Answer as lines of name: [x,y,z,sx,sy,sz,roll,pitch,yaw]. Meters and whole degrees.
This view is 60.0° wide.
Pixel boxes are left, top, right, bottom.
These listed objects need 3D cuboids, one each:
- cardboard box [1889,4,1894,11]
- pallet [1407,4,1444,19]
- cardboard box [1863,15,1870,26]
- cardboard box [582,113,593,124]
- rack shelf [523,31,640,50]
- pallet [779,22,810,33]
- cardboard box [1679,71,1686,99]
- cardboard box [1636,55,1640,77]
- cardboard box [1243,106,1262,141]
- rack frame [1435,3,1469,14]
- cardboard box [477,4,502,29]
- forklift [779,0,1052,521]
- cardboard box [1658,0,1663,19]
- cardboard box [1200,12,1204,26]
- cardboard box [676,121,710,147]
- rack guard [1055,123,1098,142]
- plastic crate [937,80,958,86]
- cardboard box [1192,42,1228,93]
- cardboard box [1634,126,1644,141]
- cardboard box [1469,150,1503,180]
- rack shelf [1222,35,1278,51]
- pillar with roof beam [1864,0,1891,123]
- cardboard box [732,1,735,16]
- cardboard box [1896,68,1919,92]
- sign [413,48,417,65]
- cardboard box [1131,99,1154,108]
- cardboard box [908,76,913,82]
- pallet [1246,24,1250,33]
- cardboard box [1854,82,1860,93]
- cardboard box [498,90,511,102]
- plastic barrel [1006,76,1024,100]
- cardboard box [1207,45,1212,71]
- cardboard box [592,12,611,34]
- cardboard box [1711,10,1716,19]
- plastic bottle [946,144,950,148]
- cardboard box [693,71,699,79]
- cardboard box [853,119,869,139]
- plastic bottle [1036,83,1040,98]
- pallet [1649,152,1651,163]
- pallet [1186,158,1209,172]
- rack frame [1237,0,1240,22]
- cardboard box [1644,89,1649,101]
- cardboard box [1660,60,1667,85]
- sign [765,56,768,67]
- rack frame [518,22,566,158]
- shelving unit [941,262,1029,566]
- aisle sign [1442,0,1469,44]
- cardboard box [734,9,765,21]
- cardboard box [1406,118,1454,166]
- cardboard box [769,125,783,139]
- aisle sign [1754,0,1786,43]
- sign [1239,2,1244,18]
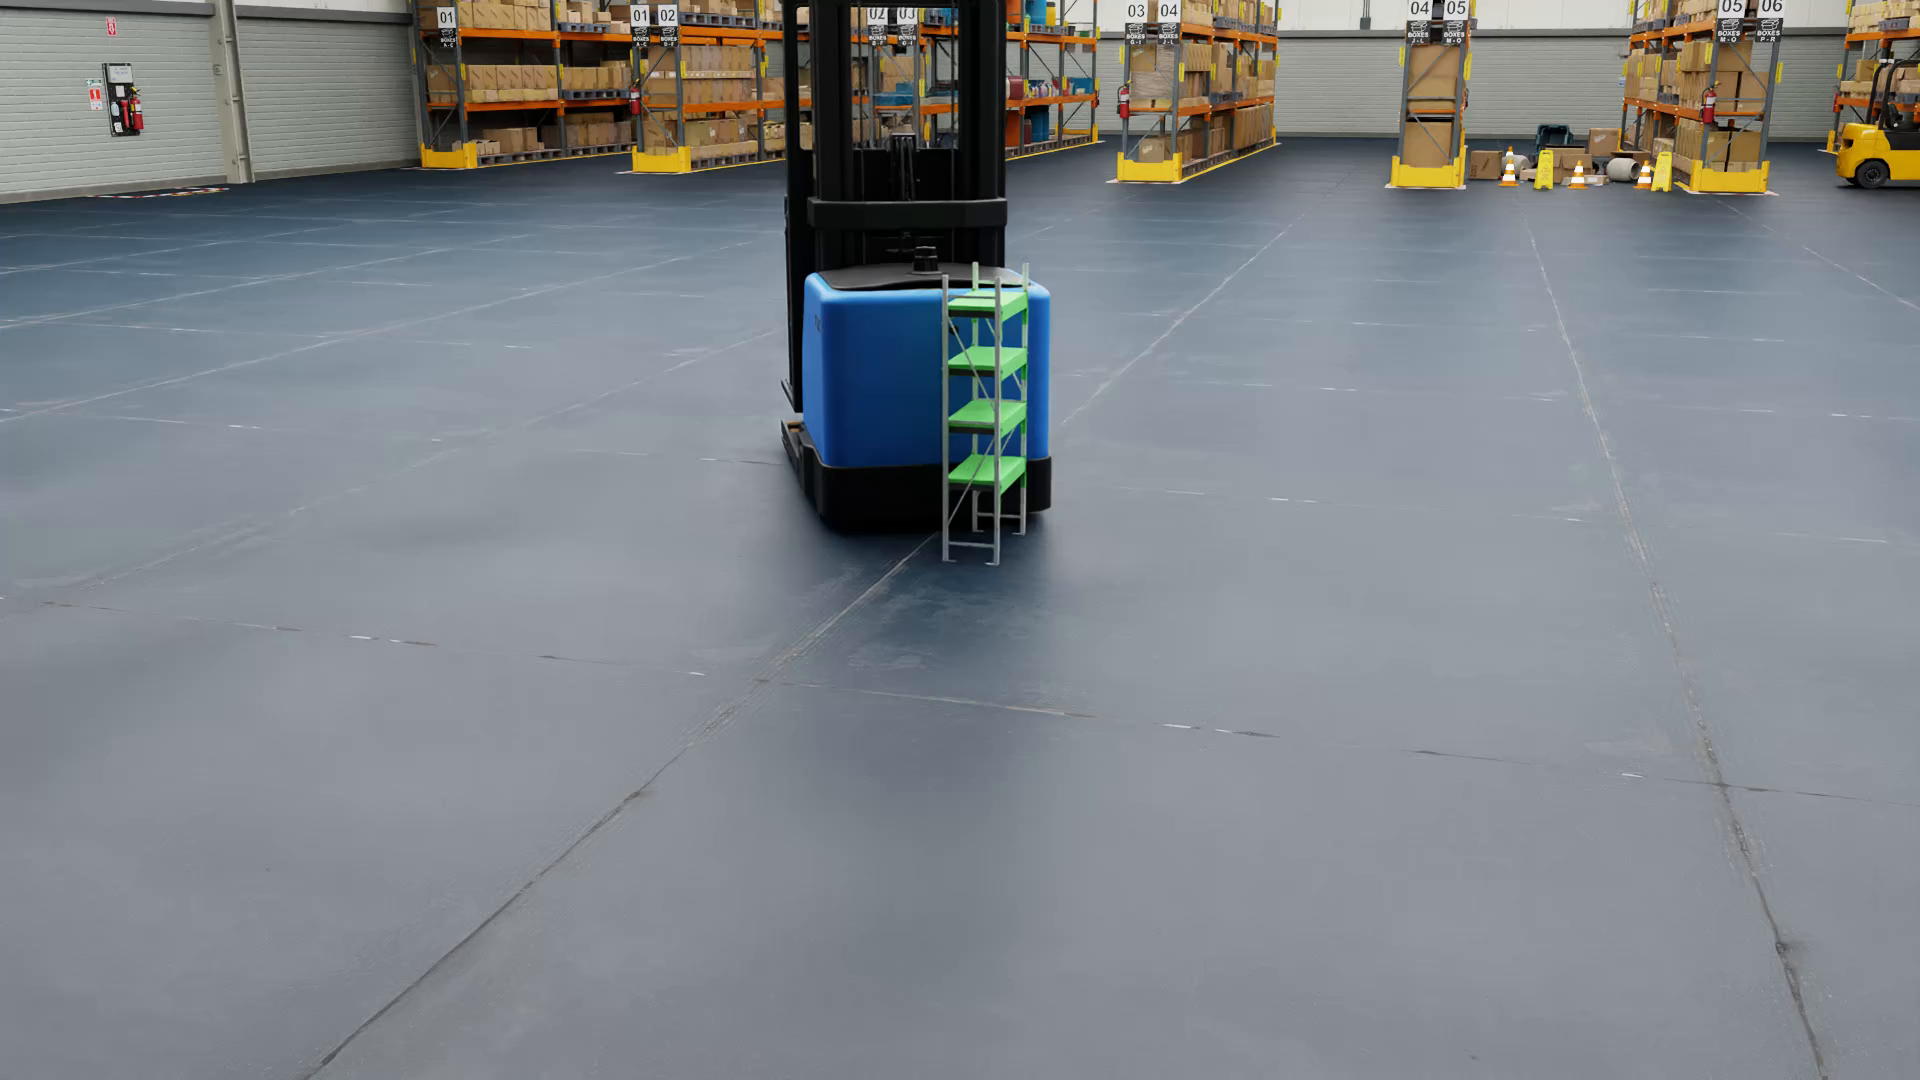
cardboard box: [20.540,-11.634,36.314,0.380,0.149,0.250,4,16,15]
pallet: [8.422,-9.298,29.279,1.003,0.211,1.213,5,16,16]
cardboard box: [21.507,-12.162,38.943,0.500,0.250,0.500,4,16,15]
cardboard box: [-9.157,-10.128,39.941,0.500,0.250,0.500,4,16,14]
rack shelf: [-9.048,-11.933,39.724,1.077,0.370,4.000,5,16,16]
pallet: [-4.151,-11.851,38.463,1.003,0.211,1.213,5,17,18]
cardboard box: [13.740,-8.490,31.035,0.500,0.500,0.500,5,16,16]
cardboard box: [16.427,-11.291,39.624,0.500,0.500,0.500,4,16,15]
cardboard box: [7.168,-10.600,42.327,0.875,0.875,0.875,5,16,16]
rack frame: [9.357,-11.635,31.860,1.000,3.000,0.127,5,16,16]
cardboard box: [-10.088,-11.109,35.281,0.500,0.500,0.500,5,17,18]
forklift: [-0.362,-1.853,8.492,1.130,2.935,3.031,-3,16,-10]
cardboard box: [15.368,-11.405,35.593,0.700,0.500,0.500,4,16,13]
cardboard box: [4.453,-10.122,32.297,0.500,0.250,0.500,5,16,15]
cardboard box: [-5.497,-8.377,34.261,0.500,0.500,0.500,5,16,16]
rack guard: [3.287,-11.489,46.918,1.175,0.500,0.348,5,16,16]
plastic crate: [-0.274,-9.726,36.004,0.402,0.464,0.583,5,16,16]
cardboard box: [4.991,-9.848,34.683,1.000,1.000,1.000,5,17,16]
cardboard box: [16.941,-9.844,40.466,0.875,0.438,0.875,4,16,14]
cardboard box: [9.900,-7.062,31.307,0.500,0.500,0.500,8,18,25]
rack shelf: [7.473,-12.874,43.041,1.077,0.370,4.000,5,16,16]
pillar with roof beam: [19.805,-15.003,43.732,9.100,9.000,0.400,5,16,16]
cardboard box: [-6.596,-14.817,46.521,0.500,0.500,0.500,5,17,16]
cardboard box: [20.316,-9.747,35.239,0.797,0.503,0.637,4,16,15]
sign: [-11.280,-10.023,34.470,0.100,0.325,0.005,5,16,16]
cardboard box: [3.377,-8.084,30.792,0.380,0.149,0.250,5,16,16]
cardboard box: [-1.613,-12.713,46.469,0.500,0.500,0.500,5,17,16]
pallet: [6.215,-12.024,39.075,1.003,0.211,1.213,5,17,18]
cardboard box: [21.506,-10.720,39.358,0.500,0.250,0.500,4,16,14]
cardboard box: [-10.026,-9.576,35.833,0.500,0.250,0.500,4,16,15]
plastic barrel: [1.177,-10.511,38.642,0.600,0.536,0.708,5,16,16]
cardboard box: [4.767,-9.693,33.447,0.500,0.500,0.500,5,16,16]
cardboard box: [-8.937,-12.530,40.284,0.797,0.503,0.637,7,17,24]
cardboard box: [12.868,-8.850,27.998,0.380,0.149,0.250,5,17,16]
plastic bottle: [-0.257,-8.016,34.287,0.097,0.271,0.097,0,16,0]
cardboard box: [-5.540,-9.464,33.825,0.380,0.149,0.250,5,16,16]
cardboard box: [-2.607,-10.752,43.513,0.500,0.500,0.500,5,16,16]
plastic bottle: [1.895,-11.060,40.915,0.144,0.351,0.185,5,16,16]
pallet: [15.565,-8.297,36.195,1.003,0.211,1.213,5,16,16]
pallet: [4.474,-7.640,33.879,1.003,0.211,1.213,5,16,16]
rack frame: [5.767,-13.093,36.999,1.000,3.000,0.127,5,16,16]
cardboard box: [15.570,-9.920,37.080,0.500,0.250,0.500,4,16,15]
cardboard box: [14.919,-9.732,34.645,0.500,0.500,0.500,4,16,14]
sign: [-5.690,-14.077,48.908,0.100,0.325,0.005,5,16,16]
rack frame: [-9.617,-10.313,38.191,1.000,3.000,0.127,5,16,16]
shelving unit: [0.109,-0.542,7.041,0.258,1.200,0.503,4,16,14]
aisle sign: [8.488,-8.912,28.487,0.394,0.787,0.004,5,16,16]
cardboard box: [-4.682,-11.663,36.959,0.500,0.250,0.500,6,17,22]
cardboard box: [8.859,-7.534,31.518,0.875,0.875,0.875,5,17,16]
cardboard box: [-4.363,-9.298,37.855,0.500,0.311,0.500,4,16,15]
aisle sign: [13.275,-8.556,27.232,0.394,0.787,0.004,5,16,16]
sign: [6.287,-11.856,37.187,0.100,0.325,0.005,5,16,16]
